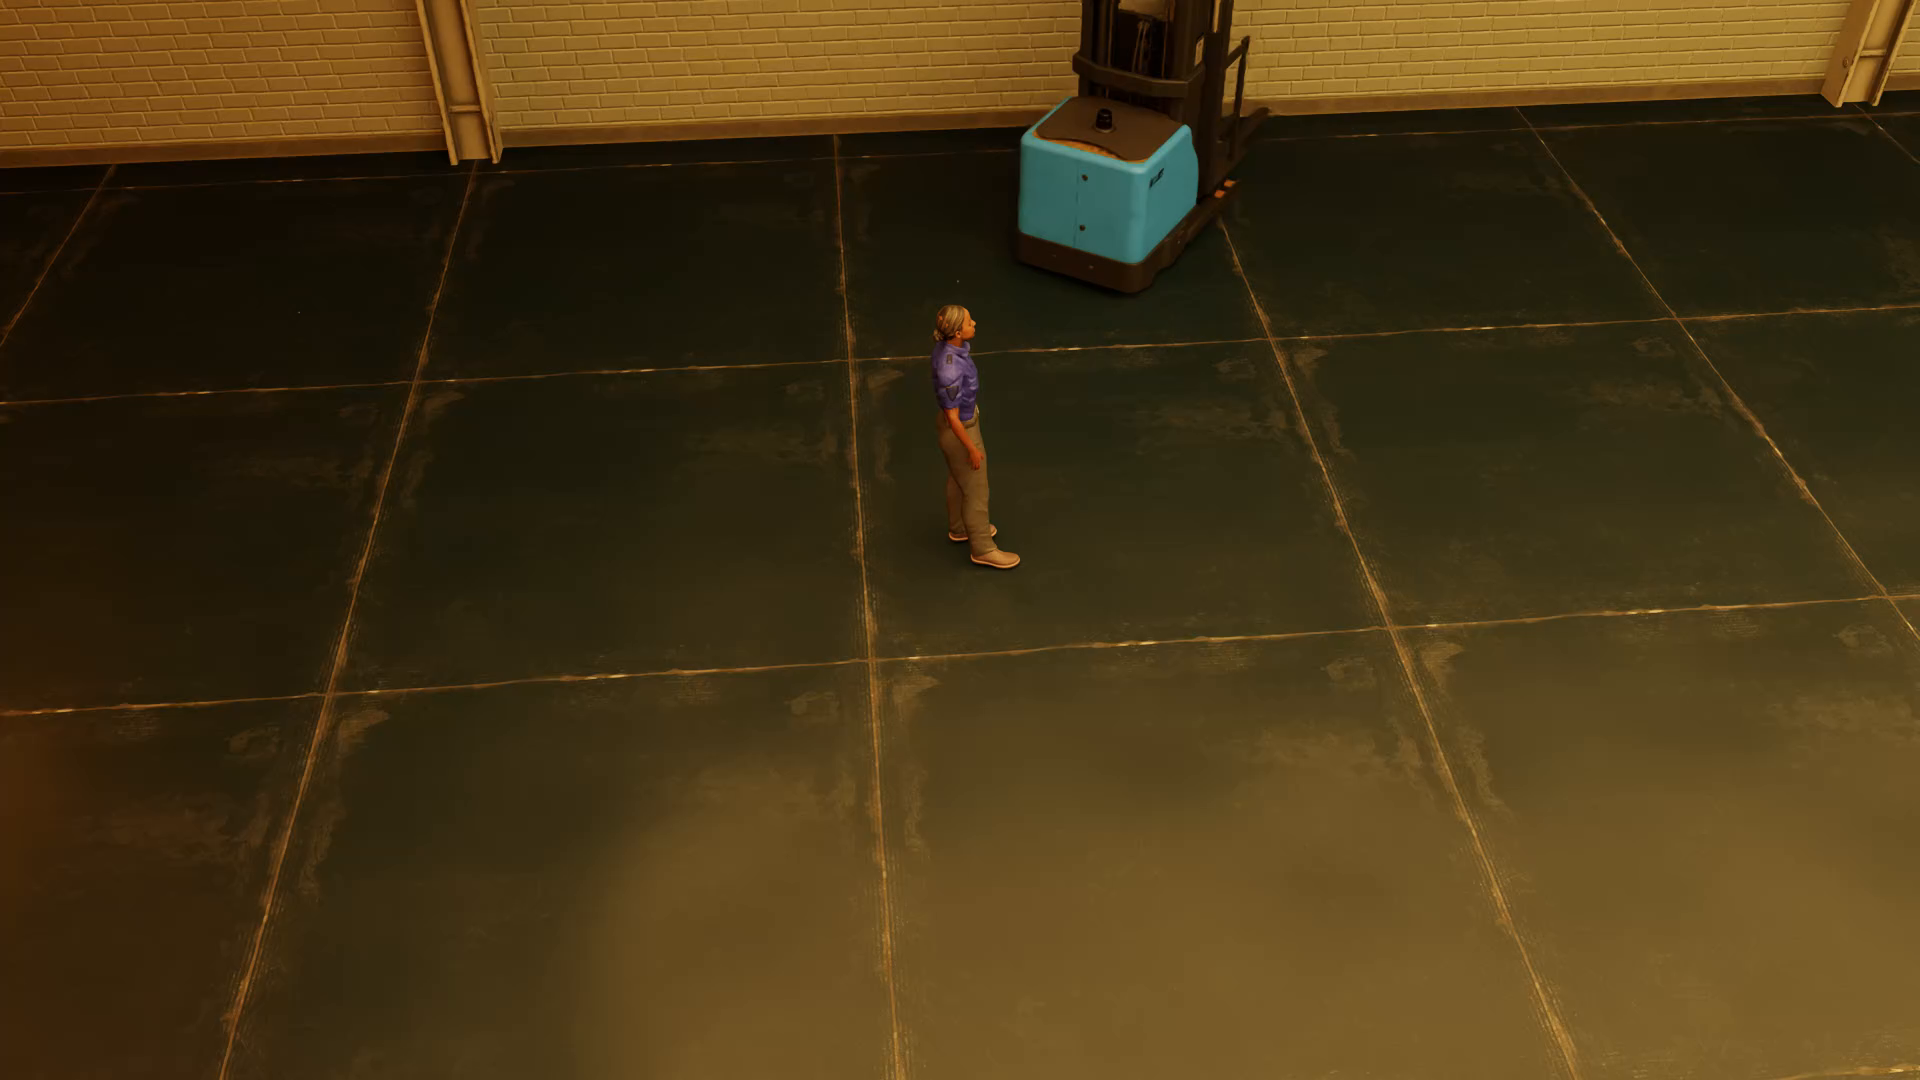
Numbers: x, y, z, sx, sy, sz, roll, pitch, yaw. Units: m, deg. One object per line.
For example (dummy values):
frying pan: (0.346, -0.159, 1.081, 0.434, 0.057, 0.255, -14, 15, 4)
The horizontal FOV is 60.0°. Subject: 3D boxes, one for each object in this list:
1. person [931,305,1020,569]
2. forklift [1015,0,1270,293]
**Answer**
person: (0.089, -0.626, 9.641, 0.504, 1.654, 0.569, -3, 41, -4)
forklift: (1.589, -3.868, 12.461, 1.130, 2.935, 3.031, 21, 45, 22)
